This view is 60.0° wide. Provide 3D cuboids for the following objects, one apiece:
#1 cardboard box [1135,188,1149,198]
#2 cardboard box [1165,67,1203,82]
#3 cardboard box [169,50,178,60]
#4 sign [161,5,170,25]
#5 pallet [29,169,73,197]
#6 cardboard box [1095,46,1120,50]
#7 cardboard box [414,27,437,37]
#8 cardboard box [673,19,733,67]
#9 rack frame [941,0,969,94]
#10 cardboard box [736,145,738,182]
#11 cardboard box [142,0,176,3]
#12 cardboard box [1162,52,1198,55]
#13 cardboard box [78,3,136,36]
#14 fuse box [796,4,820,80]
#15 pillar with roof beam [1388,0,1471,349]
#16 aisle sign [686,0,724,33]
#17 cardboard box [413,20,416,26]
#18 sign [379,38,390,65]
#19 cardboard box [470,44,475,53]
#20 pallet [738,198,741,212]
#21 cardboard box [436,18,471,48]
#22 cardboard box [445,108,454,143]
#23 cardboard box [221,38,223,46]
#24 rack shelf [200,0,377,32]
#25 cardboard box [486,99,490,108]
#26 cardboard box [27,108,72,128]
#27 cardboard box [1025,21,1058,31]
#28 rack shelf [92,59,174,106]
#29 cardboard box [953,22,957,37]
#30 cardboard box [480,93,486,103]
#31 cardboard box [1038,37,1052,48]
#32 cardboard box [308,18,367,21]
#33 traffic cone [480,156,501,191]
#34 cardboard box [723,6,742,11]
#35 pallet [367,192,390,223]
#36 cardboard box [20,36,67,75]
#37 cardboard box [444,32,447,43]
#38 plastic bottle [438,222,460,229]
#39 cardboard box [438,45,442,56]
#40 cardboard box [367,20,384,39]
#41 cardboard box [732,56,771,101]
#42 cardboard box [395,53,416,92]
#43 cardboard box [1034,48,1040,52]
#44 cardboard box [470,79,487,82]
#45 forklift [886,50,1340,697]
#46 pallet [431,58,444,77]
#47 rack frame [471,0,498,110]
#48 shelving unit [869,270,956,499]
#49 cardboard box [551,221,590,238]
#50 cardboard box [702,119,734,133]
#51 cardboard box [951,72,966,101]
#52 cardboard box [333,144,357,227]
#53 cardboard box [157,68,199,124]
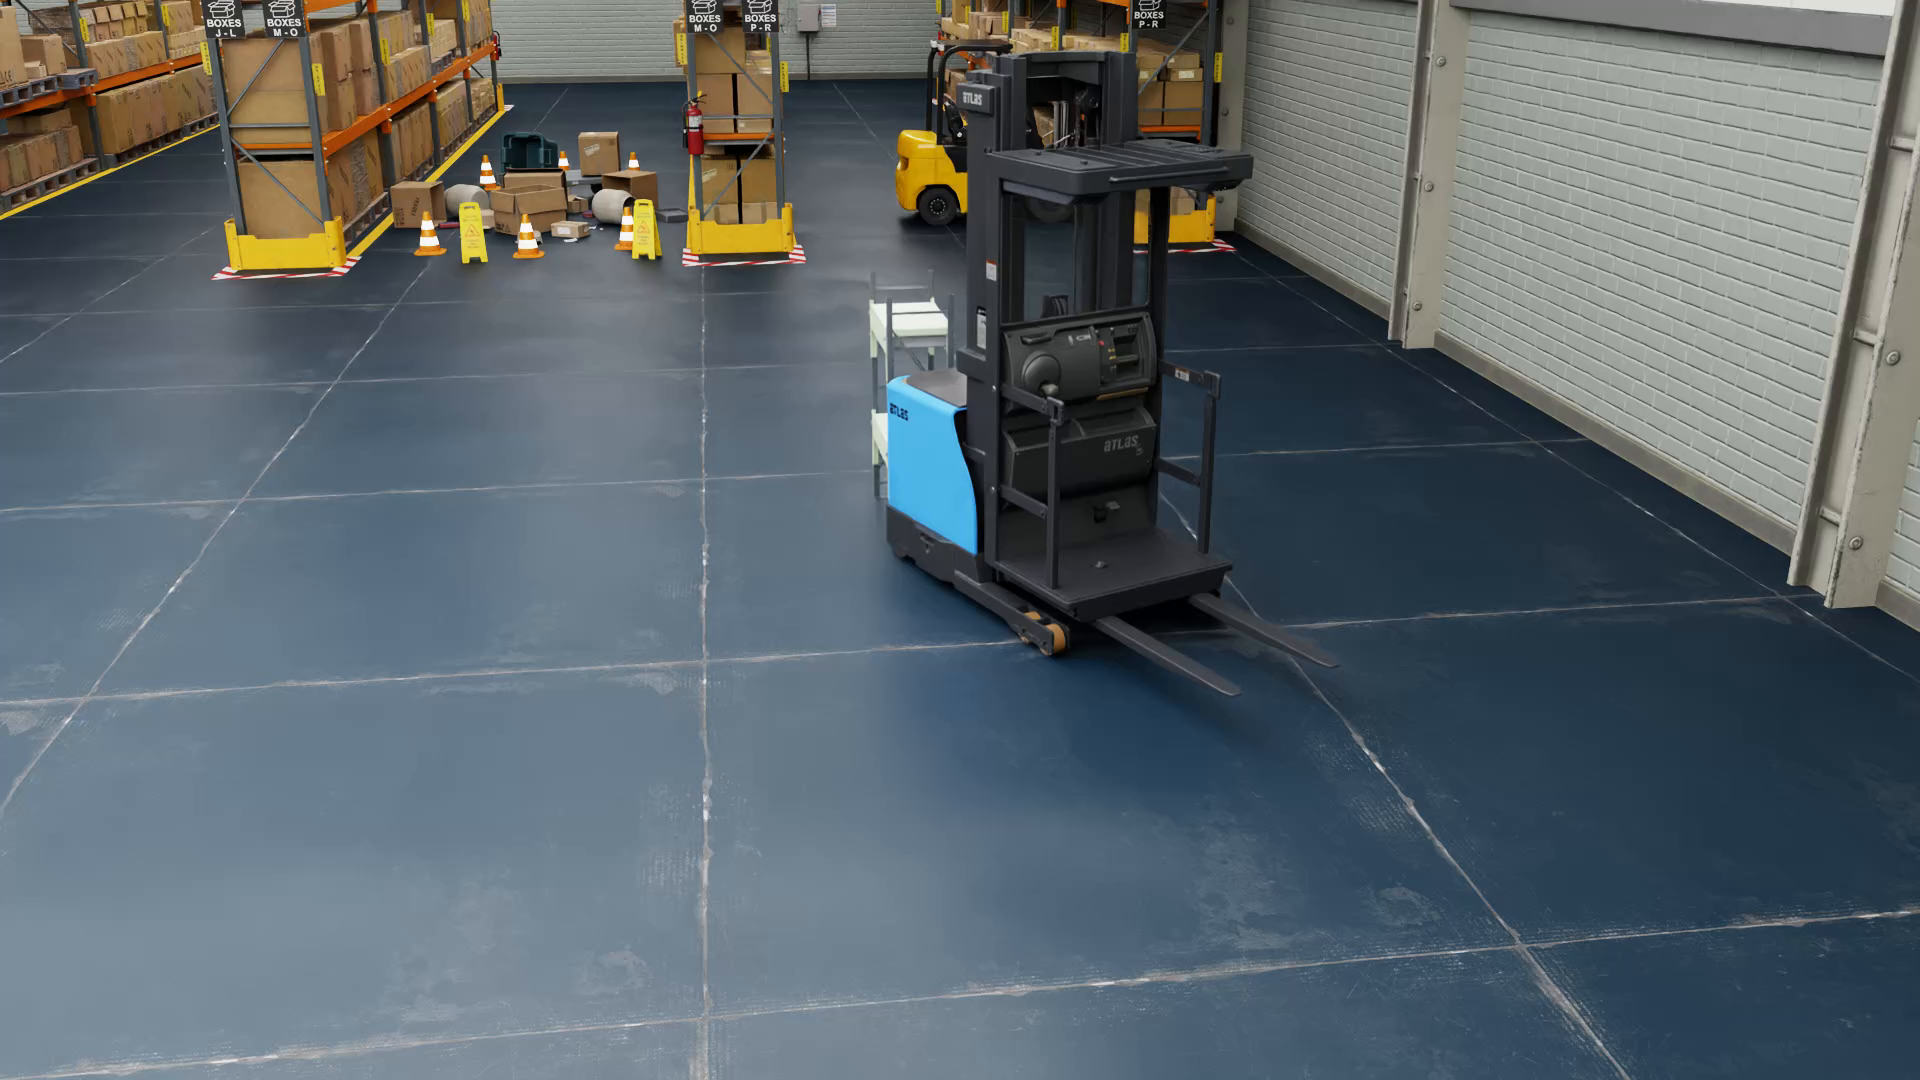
[{"bbox_3d":[2.034,-4.267,19.968,0.500,0.250,0.500,-3,21,-8],"label":"cardboard box"},{"bbox_3d":[2.621,-5.452,19.457,0.380,0.149,0.250,-3,21,-9],"label":"cardboard box"},{"bbox_3d":[-13.748,-8.376,28.714,0.380,0.149,0.250,-3,21,-8],"label":"cardboard box"},{"bbox_3d":[-13.499,-8.910,28.244,0.100,0.325,0.005,-3,21,-8],"label":"sign"},{"bbox_3d":[-13.174,-4.991,23.277,1.003,0.211,1.213,-3,21,-8],"label":"pallet"},{"bbox_3d":[1.870,-6.011,20.529,0.380,0.149,0.250,-3,21,-7],"label":"cardboard box"},{"bbox_3d":[-8.560,-8.095,26.513,0.380,0.149,0.250,-2,21,-5],"label":"cardboard box"},{"bbox_3d":[-3.028,-5.887,19.693,0.700,0.500,0.500,-3,21,-8],"label":"cardboard box"},{"bbox_3d":[0.107,-10.511,34.071,1.000,3.000,0.127,-3,21,-8],"label":"rack frame"},{"bbox_3d":[-2.574,-4.820,21.093,0.500,0.500,0.500,-2,21,-5],"label":"cardboard box"},{"bbox_3d":[-14.656,-9.648,30.477,0.500,0.500,0.500,-3,21,-9],"label":"cardboard box"},{"bbox_3d":[2.600,-5.683,19.651,0.380,0.149,0.250,-2,21,-6],"label":"cardboard box"},{"bbox_3d":[-13.846,-8.432,26.929,0.797,0.503,0.637,-3,21,-7],"label":"cardboard box"},{"bbox_3d":[-3.540,-11.662,38.995,0.539,1.711,0.414,-3,21,-8],"label":"fuse box"},{"bbox_3d":[-0.190,-5.773,12.813,9.100,9.000,0.400,-3,21,-8],"label":"pillar with roof beam"},{"bbox_3d":[-2.776,-5.901,18.013,0.394,0.787,0.004,-3,21,-8],"label":"aisle sign"},{"bbox_3d":[-9.510,-8.788,28.366,0.380,0.149,0.250,-2,21,-5],"label":"cardboard box"},{"bbox_3d":[-7.409,-6.291,21.422,0.100,0.325,0.005,-3,21,-8],"label":"sign"},{"bbox_3d":[-9.034,-8.947,30.242,0.380,0.149,0.250,-3,21,-7],"label":"cardboard box"},{"bbox_3d":[-2.763,-4.144,21.010,1.003,0.211,1.213,-3,21,-8],"label":"pallet"},{"bbox_3d":[-8.933,-8.960,29.350,0.500,0.500,0.500,-3,21,-9],"label":"cardboard box"},{"bbox_3d":[-8.460,-6.662,26.738,0.500,0.500,0.500,-3,21,-7],"label":"cardboard box"},{"bbox_3d":[-14.194,-9.445,31.576,0.380,0.149,0.250,-3,21,-7],"label":"cardboard box"},{"bbox_3d":[-7.670,-6.195,19.258,1.077,0.370,4.000,-3,21,-8],"label":"rack shelf"},{"bbox_3d":[-9.168,-8.314,31.664,0.380,0.149,0.250,-4,21,-10],"label":"cardboard box"},{"bbox_3d":[-13.331,-6.145,24.255,0.500,0.250,0.500,-2,21,-6],"label":"cardboard box"},{"bbox_3d":[1.341,-8.171,27.062,0.500,0.500,0.500,-2,21,-5],"label":"cardboard box"},{"bbox_3d":[-13.746,-7.345,26.623,1.077,0.370,4.000,-3,21,-8],"label":"rack shelf"},{"bbox_3d":[0.150,-9.883,32.180,0.500,0.250,0.500,-3,21,-9],"label":"cardboard box"},{"bbox_3d":[-9.080,-8.265,31.106,0.380,0.149,0.250,-3,21,-7],"label":"cardboard box"},{"bbox_3d":[1.355,-7.255,24.283,0.380,0.149,0.250,-3,21,-7],"label":"cardboard box"},{"bbox_3d":[-7.939,-6.266,20.949,0.875,0.550,0.550,-3,21,-8],"label":"cardboard box"},{"bbox_3d":[-6.657,-5.172,23.402,0.336,0.463,0.334,-3,21,-8],"label":"traffic cone"},{"bbox_3d":[-3.480,-8.188,26.279,0.500,0.500,0.500,-4,21,-10],"label":"cardboard box"},{"bbox_3d":[-7.926,-4.246,21.283,1.003,0.211,1.213,-3,21,-8],"label":"pallet"},{"bbox_3d":[-13.161,-6.860,23.553,0.700,0.500,0.500,0,20,0],"label":"cardboard box"},{"bbox_3d":[-8.707,-8.318,27.534,0.380,0.149,0.250,-4,21,-11],"label":"cardboard box"},{"bbox_3d":[-6.290,-3.892,20.548,0.283,0.061,0.133,-11,23,-26],"label":"plastic bottle"},{"bbox_3d":[-8.593,-7.908,26.860,0.380,0.149,0.250,-3,21,-7],"label":"cardboard box"},{"bbox_3d":[-8.112,-6.685,22.254,0.700,0.500,0.500,-3,21,-9],"label":"cardboard box"},{"bbox_3d":[-2.604,-5.792,20.868,0.500,0.500,0.500,-2,21,-6],"label":"cardboard box"},{"bbox_3d":[-7.984,-6.586,23.419,0.500,0.500,0.500,-3,21,-7],"label":"cardboard box"},{"bbox_3d":[1.364,-7.032,24.257,0.500,0.250,0.500,-3,21,-7],"label":"cardboard box"},{"bbox_3d":[-9.382,-8.854,32.259,0.380,0.149,0.250,-3,21,-7],"label":"cardboard box"},{"bbox_3d":[0.754,-0.958,8.592,1.130,2.935,3.031,-12,24,-29],"label":"forklift"},{"bbox_3d":[-8.743,-7.356,25.899,1.213,0.211,1.003,-3,21,-8],"label":"pallet"},{"bbox_3d":[-9.688,-9.974,32.635,1.000,3.000,0.127,-3,21,-8],"label":"rack frame"},{"bbox_3d":[-0.302,-0.864,10.385,0.431,1.500,0.755,-4,21,-10],"label":"shelving unit"},{"bbox_3d":[-4.686,-3.736,20.005,0.380,0.149,0.250,8,22,20],"label":"cardboard box"},{"bbox_3d":[-2.763,-4.720,18.927,0.380,0.149,0.250,-2,21,-6],"label":"cardboard box"},{"bbox_3d":[0.186,-9.022,33.057,0.700,0.500,0.500,-2,21,-6],"label":"cardboard box"},{"bbox_3d":[-7.674,-4.172,19.536,0.875,0.875,0.875,-3,21,-9],"label":"cardboard box"},{"bbox_3d":[-14.050,-7.808,29.272,0.875,0.875,0.875,-3,21,-8],"label":"cardboard box"}]
